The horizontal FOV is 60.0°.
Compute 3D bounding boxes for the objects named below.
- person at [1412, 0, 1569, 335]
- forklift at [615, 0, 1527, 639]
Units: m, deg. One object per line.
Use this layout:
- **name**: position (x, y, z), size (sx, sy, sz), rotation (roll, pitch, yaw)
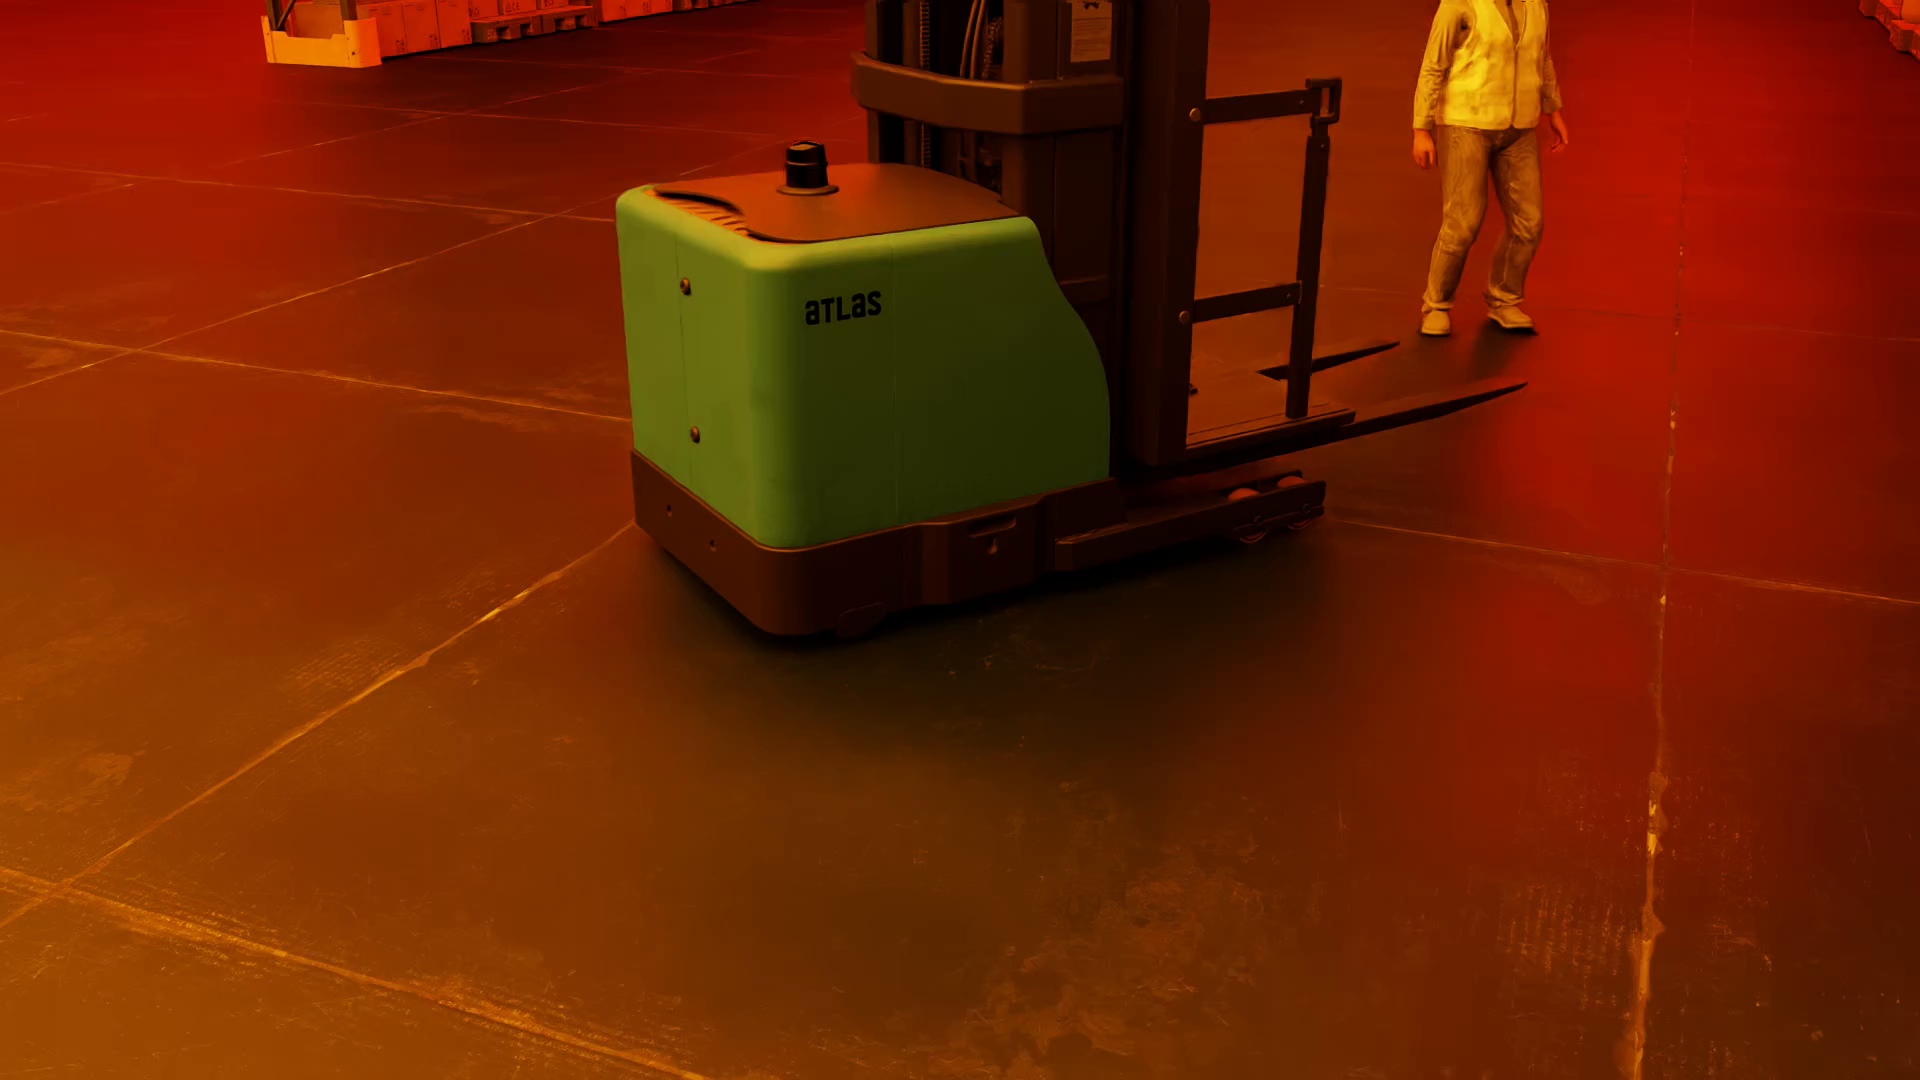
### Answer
- **person**: position (2.242, -1.750, 7.021), size (0.706, 1.749, 0.396), rotation (-7, 24, -17)
- **forklift**: position (0.535, -1.501, 4.884), size (3.031, 2.935, 1.130), rotation (-14, 26, -29)
